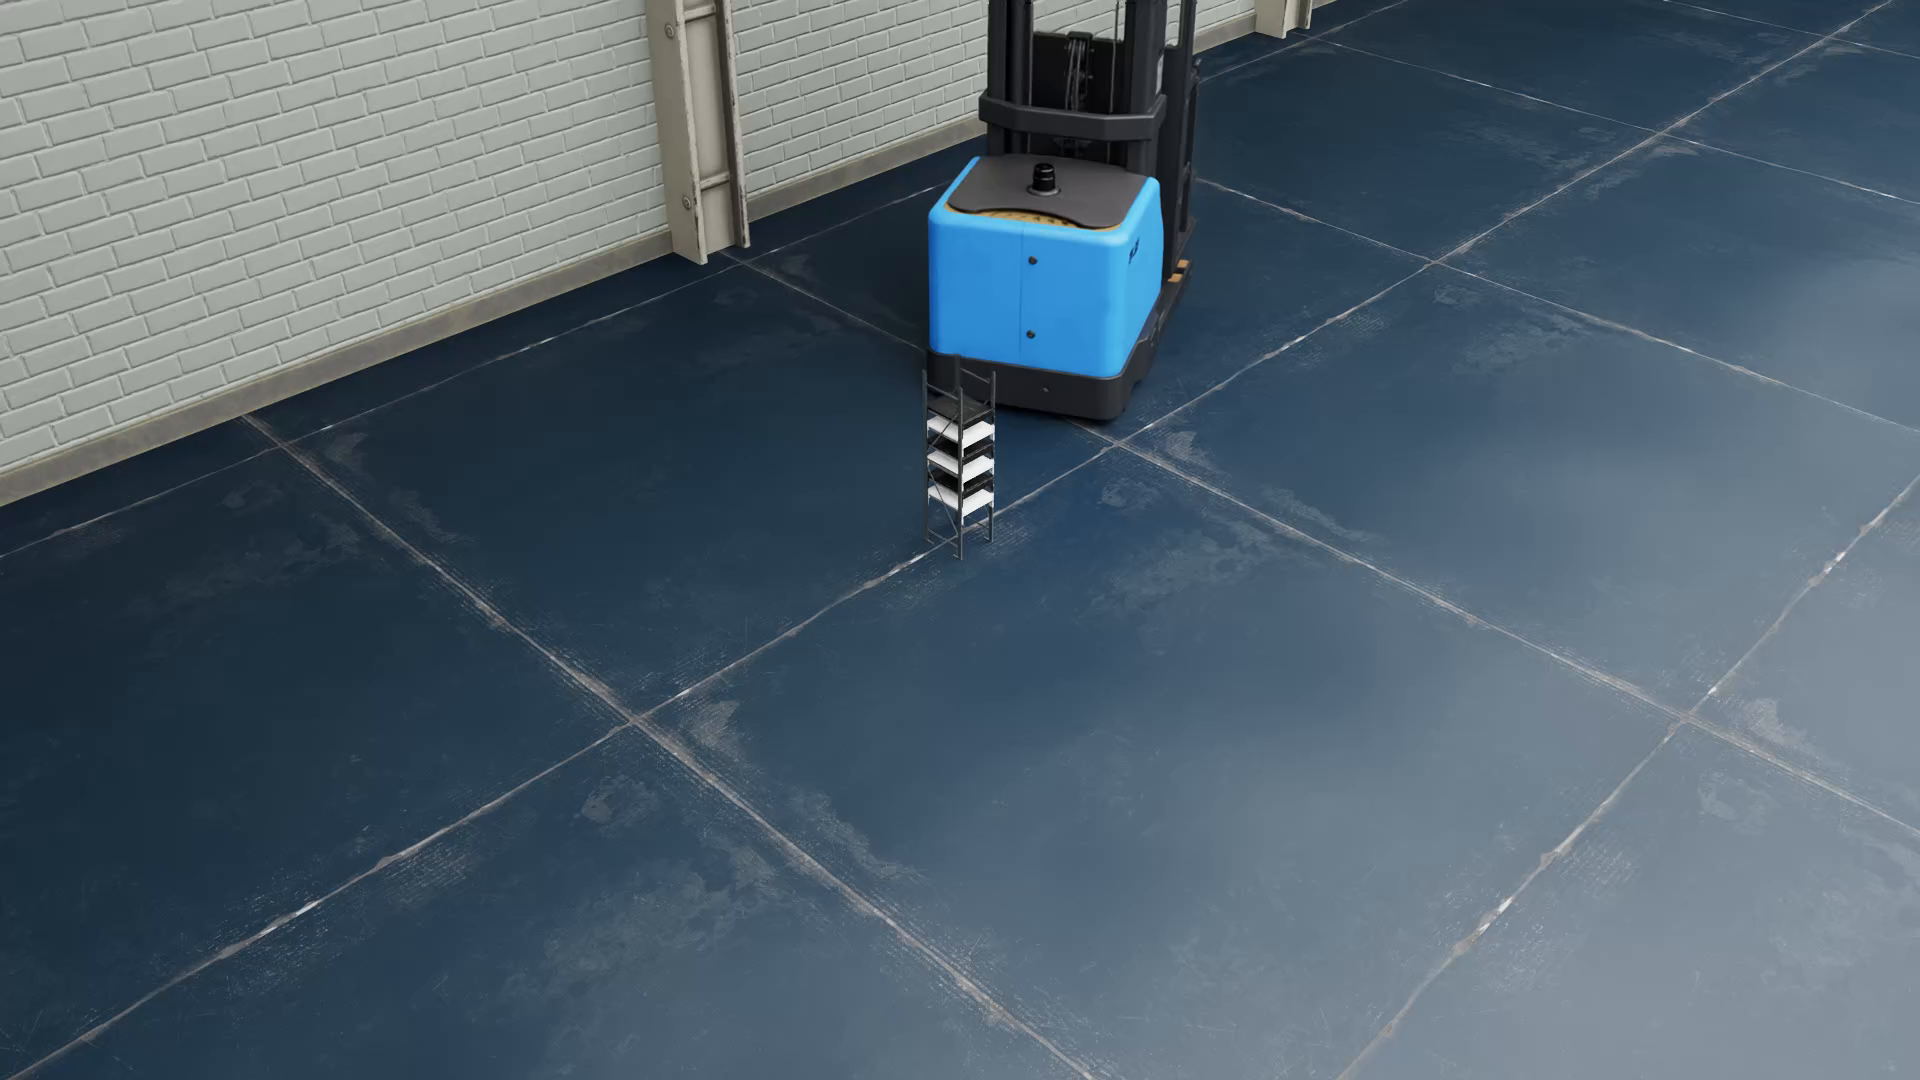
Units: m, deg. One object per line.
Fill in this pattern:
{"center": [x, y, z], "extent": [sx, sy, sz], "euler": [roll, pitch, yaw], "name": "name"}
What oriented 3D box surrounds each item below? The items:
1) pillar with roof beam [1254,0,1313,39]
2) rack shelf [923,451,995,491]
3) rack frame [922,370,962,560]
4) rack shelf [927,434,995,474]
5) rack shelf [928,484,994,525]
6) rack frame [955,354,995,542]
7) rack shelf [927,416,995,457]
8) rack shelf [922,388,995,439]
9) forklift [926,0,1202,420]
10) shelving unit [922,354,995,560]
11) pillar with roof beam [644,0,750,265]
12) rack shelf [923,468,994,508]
{"center": [5.729, -6.214, 8.794], "extent": [9.100, 9.000, 0.400], "euler": [30, 45, 35], "name": "pillar with roof beam"}
{"center": [-0.006, -0.338, 7.507], "extent": [0.258, 0.077, 0.200], "euler": [30, 45, 35], "name": "rack shelf"}
{"center": [-0.077, -0.325, 7.429], "extent": [0.240, 0.900, 0.006], "euler": [30, 45, 35], "name": "rack frame"}
{"center": [-0.006, -0.412, 7.455], "extent": [0.258, 0.077, 0.200], "euler": [30, 45, 35], "name": "rack shelf"}
{"center": [-0.006, -0.191, 7.610], "extent": [0.258, 0.077, 0.200], "euler": [30, 45, 35], "name": "rack shelf"}
{"center": [0.066, -0.407, 7.547], "extent": [0.240, 0.900, 0.006], "euler": [30, 45, 35], "name": "rack frame"}
{"center": [-0.006, -0.486, 7.404], "extent": [0.258, 0.077, 0.200], "euler": [30, 45, 35], "name": "rack shelf"}
{"center": [-0.006, -0.560, 7.352], "extent": [0.258, 0.077, 0.200], "euler": [30, 45, 35], "name": "rack shelf"}
{"center": [0.755, -2.659, 9.000], "extent": [1.130, 2.935, 3.031], "euler": [10, 36, 14], "name": "forklift"}
{"center": [-0.006, -0.366, 7.488], "extent": [0.258, 0.900, 0.210], "euler": [30, 45, 35], "name": "shelving unit"}
{"center": [1.502, -3.778, 5.301], "extent": [9.100, 9.000, 0.400], "euler": [30, 45, 35], "name": "pillar with roof beam"}
{"center": [-0.006, -0.265, 7.558], "extent": [0.258, 0.077, 0.200], "euler": [30, 45, 35], "name": "rack shelf"}
